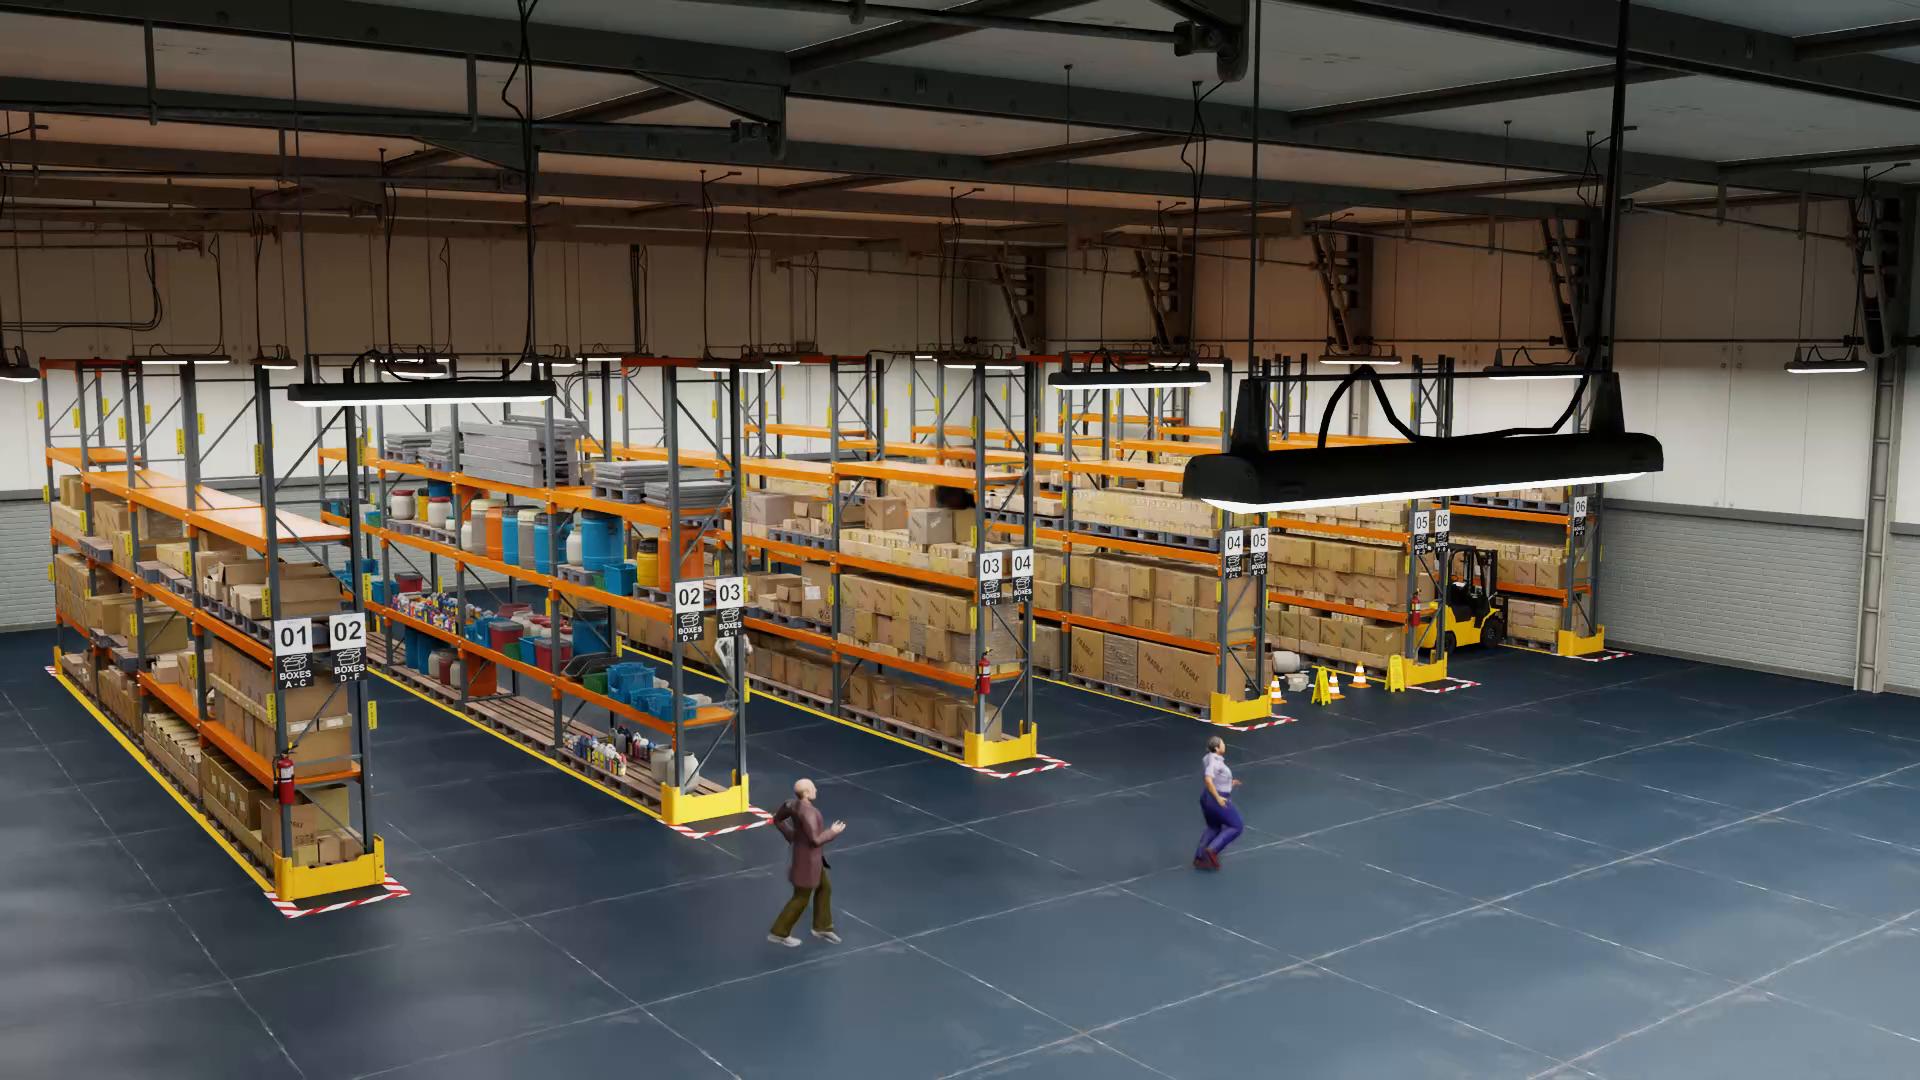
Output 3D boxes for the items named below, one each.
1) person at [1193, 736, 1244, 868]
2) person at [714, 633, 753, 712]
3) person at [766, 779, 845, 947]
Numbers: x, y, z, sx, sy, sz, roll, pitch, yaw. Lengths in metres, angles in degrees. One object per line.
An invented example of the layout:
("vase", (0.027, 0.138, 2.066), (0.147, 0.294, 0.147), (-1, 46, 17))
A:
("person", (3.119, 3.139, 19.940), (0.581, 1.610, 0.592), (-2, 7, -13))
("person", (-3.772, 2.153, 27.972), (0.581, 1.761, 0.755), (-5, 9, -38))
("person", (-1.611, 3.377, 17.263), (0.842, 1.841, 0.692), (-2, 7, -15))
